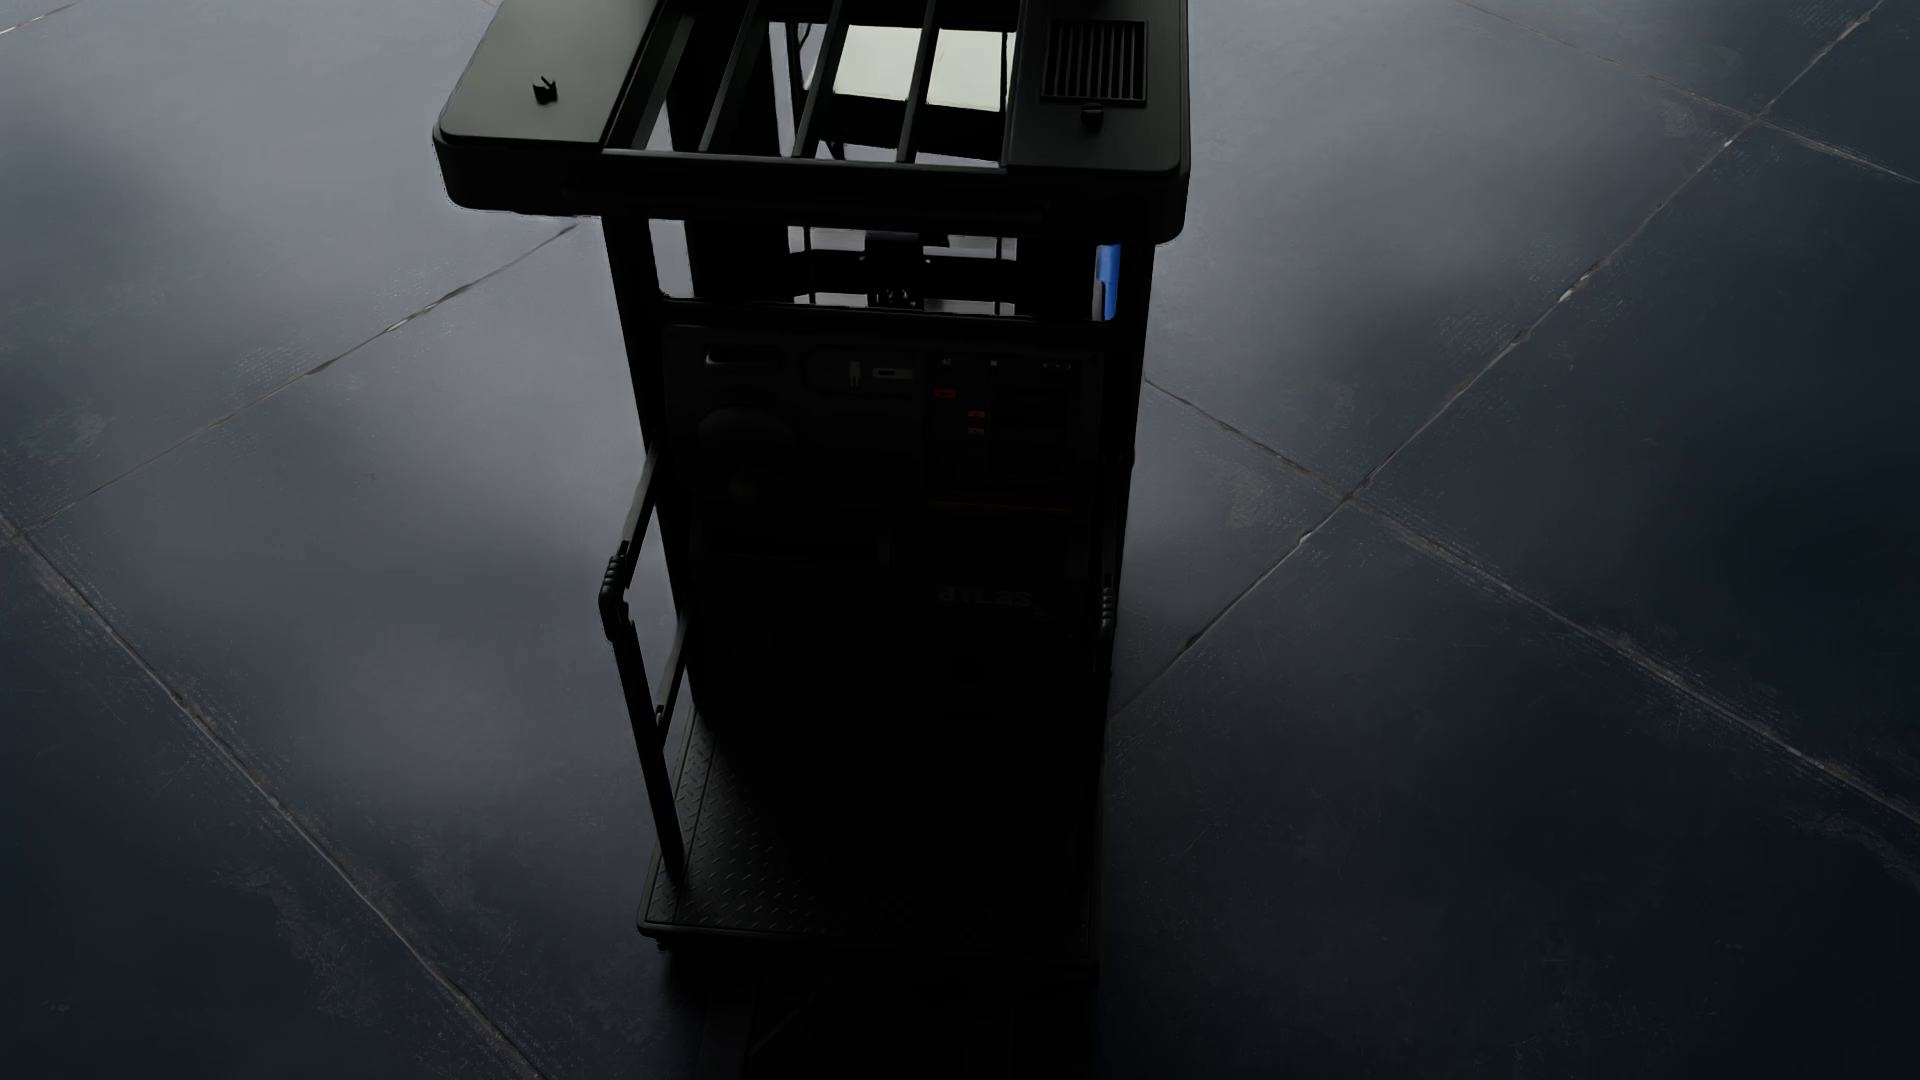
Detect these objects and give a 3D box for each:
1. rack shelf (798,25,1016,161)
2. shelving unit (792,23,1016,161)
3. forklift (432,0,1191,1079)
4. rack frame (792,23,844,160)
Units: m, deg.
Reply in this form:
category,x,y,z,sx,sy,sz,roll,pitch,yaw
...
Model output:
category,x,y,z,sx,sy,sz,roll,pitch,yaw
rack shelf,-0.061,-1.245,4.855,0.720,0.370,0.431,9,47,8
shelving unit,-0.061,-0.978,5.140,0.755,1.500,0.431,9,47,8
forklift,-0.182,-0.158,3.388,1.130,2.935,3.031,4,47,3
rack frame,-0.419,-1.033,5.191,0.023,1.500,0.400,9,47,8
